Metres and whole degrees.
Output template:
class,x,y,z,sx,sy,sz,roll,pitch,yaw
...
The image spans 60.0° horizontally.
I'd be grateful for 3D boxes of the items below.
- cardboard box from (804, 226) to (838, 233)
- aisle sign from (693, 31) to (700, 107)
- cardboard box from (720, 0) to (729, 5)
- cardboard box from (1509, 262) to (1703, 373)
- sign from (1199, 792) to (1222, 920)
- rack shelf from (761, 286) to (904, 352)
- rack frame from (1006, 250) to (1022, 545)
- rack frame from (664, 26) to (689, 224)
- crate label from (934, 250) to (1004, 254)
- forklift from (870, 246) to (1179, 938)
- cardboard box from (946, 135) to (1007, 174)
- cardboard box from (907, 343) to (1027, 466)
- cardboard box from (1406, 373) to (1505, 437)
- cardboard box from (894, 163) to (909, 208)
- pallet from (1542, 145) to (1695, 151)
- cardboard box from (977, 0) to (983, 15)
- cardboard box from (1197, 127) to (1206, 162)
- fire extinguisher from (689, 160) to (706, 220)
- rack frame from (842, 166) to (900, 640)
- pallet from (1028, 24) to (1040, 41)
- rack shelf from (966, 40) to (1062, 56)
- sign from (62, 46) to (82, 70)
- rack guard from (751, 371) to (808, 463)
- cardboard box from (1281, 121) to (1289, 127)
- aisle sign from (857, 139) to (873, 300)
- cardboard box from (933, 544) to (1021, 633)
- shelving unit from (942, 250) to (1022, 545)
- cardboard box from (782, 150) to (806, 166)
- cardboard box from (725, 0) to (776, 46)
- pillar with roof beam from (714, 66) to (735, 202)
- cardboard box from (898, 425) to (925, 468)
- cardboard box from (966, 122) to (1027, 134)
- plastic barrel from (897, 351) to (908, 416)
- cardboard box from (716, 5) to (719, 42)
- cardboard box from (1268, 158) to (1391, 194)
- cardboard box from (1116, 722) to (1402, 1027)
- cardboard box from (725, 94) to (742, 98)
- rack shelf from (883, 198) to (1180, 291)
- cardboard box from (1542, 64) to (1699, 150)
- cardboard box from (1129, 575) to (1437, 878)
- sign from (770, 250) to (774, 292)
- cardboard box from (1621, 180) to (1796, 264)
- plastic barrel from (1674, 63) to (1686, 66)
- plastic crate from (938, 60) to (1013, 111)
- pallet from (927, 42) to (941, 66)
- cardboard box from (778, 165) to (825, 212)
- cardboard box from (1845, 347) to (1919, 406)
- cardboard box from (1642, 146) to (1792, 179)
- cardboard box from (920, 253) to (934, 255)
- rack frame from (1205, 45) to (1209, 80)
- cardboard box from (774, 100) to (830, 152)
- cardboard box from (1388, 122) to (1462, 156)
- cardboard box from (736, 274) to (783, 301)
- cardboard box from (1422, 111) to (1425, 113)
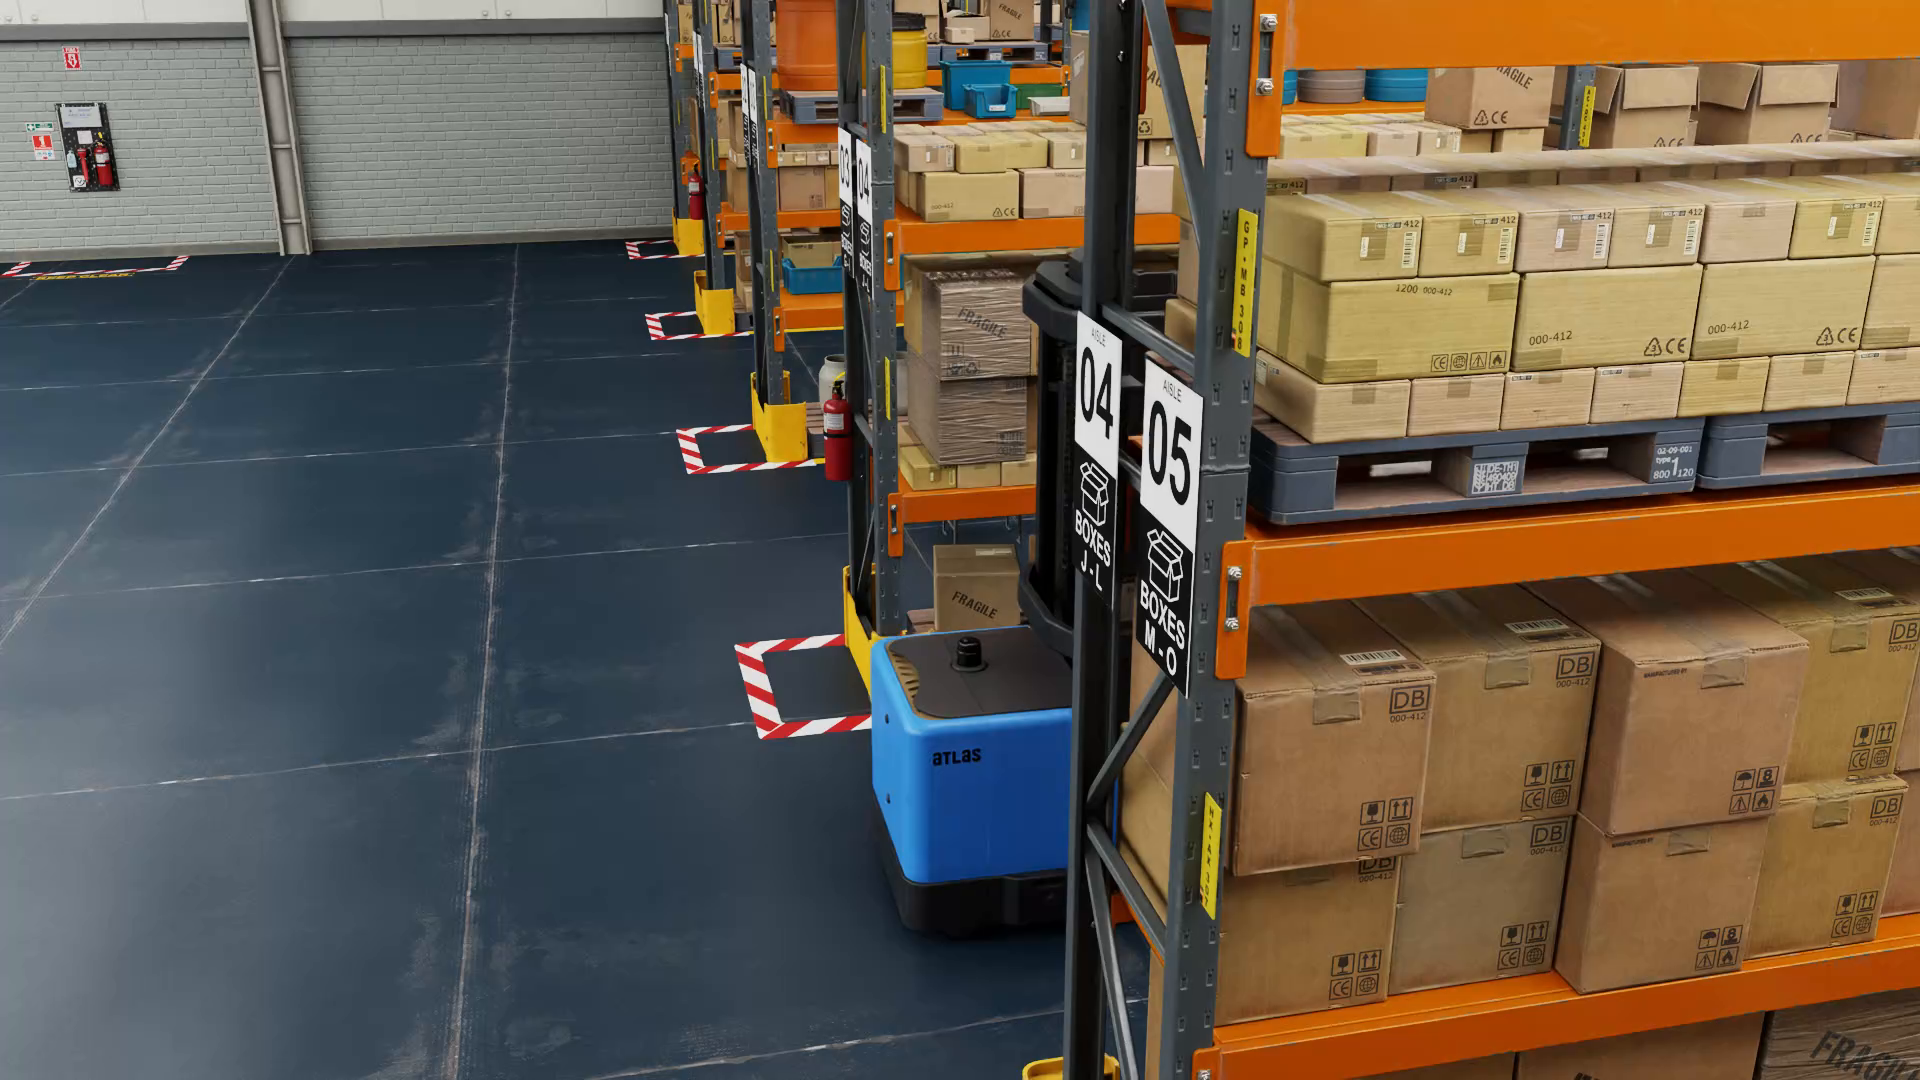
class,x,y,z,sx,sy,sz,roll,pitch,yaw
cardboard box,-1.958,-4.705,23.792,0.500,0.500,0.700,-6,21,-16
aisle sign,-2.921,-5.217,18.416,0.004,0.787,0.394,-5,21,-12
cardboard box,-3.002,-7.467,22.350,0.500,0.500,0.500,-5,21,-13
cardboard box,1.552,-0.633,4.352,0.500,0.250,0.500,-5,21,-13
sign,0.652,0.824,4.331,0.005,0.325,0.100,-5,21,-12
rack shelf,0.293,-2.065,14.638,4.000,0.370,1.077,-5,21,-12
rack frame,0.399,-1.018,12.042,0.015,2.100,0.400,-5,21,-12
rack frame,-3.933,-5.561,23.135,0.127,3.000,1.000,-5,21,-12
crate label,0.076,-2.498,14.721,0.616,0.435,0.502,-5,21,-12
forklift,1.132,0.148,7.649,3.031,2.935,1.130,-4,21,-12
cardboard box,0.082,-2.045,8.813,0.250,0.149,0.380,-4,21,-11
cardboard box,0.028,-0.808,9.581,0.500,0.500,0.875,-5,21,-12
cardboard box,1.185,-0.394,4.276,0.250,0.149,0.380,-4,21,-12
cardboard box,-0.103,-2.048,9.402,0.500,0.250,0.500,-4,21,-11
pallet,4.005,-2.237,9.973,1.003,0.211,1.213,-5,21,-12
cardboard box,0.510,-7.547,23.439,0.500,0.500,0.500,-2,20,-5
cardboard box,1.314,-2.183,9.192,0.250,0.149,0.380,-5,21,-13
fire extinguisher,-3.011,-4.013,19.021,0.183,0.674,0.296,-5,21,-12
rack frame,-0.513,-0.587,9.556,0.127,3.000,1.000,-5,21,-12
pallet,0.585,-7.211,23.552,1.003,0.211,1.213,-5,21,-12
rack shelf,1.906,-7.107,24.039,4.000,0.370,1.077,-5,21,-12
sign,-11.734,-6.369,21.972,0.199,0.298,0.001,-5,21,-12
rack guard,-1.590,-1.093,14.571,0.348,0.500,1.175,-5,21,-12
cardboard box,1.732,-2.390,9.757,0.250,0.149,0.380,-5,21,-14
aisle sign,-0.505,-1.702,8.821,0.004,0.787,0.394,-5,21,-12
cardboard box,0.098,0.346,10.033,0.500,0.500,0.500,-1,20,-2
shelving unit,0.161,-0.999,11.989,0.503,2.100,0.431,-5,21,-12
cardboard box,-1.858,-4.255,18.480,0.250,0.149,0.380,-5,21,-12
cardboard box,-2.229,-5.667,18.099,0.637,0.503,0.797,-3,20,-9
pillar with roof beam,-2.460,-7.282,19.111,0.400,9.000,9.100,-5,21,-12
cardboard box,-0.283,-0.561,9.849,0.250,0.149,0.380,-5,21,-12
cardboard box,0.206,-2.278,9.451,0.250,0.149,0.380,-6,21,-15
plastic barrel,-0.542,-1.391,14.758,0.421,0.512,0.421,0,20,0
cardboard box,-3.585,-7.144,22.920,0.500,0.500,0.500,-3,20,-9
cardboard box,1.023,-0.987,4.738,0.250,0.149,0.380,-5,21,-12
cardboard box,0.880,0.966,5.098,0.550,0.550,0.875,-5,21,-12
cardboard box,-3.031,-5.997,23.424,0.500,0.500,0.500,-4,21,-12
rack shelf,1.433,-1.816,9.596,4.000,0.370,1.077,-5,21,-12
cardboard box,3.860,-2.562,9.825,0.637,0.503,0.797,-6,21,-15
cardboard box,0.900,0.487,4.835,0.550,0.550,0.875,-5,21,-12
sign,-1.531,-2.190,13.531,0.005,0.325,0.100,-5,21,-12
cardboard box,1.917,-0.828,4.303,0.250,0.149,0.380,-5,21,-13
plastic barrel,6.685,-4.729,15.268,0.708,0.830,0.600,-5,21,-12
plastic crate,0.133,-3.898,14.256,0.575,0.384,0.392,-5,21,-12
pallet,-0.906,-5.415,18.504,1.213,0.211,1.003,-5,21,-12
cardboard box,-1.822,-4.026,18.799,0.500,0.500,0.700,-4,21,-11
cardboard box,2.413,-0.493,4.549,0.250,0.149,0.380,-4,21,-12
cardboard box,2.264,-1.089,5.015,0.250,0.149,0.380,-4,21,-12
cardboard box,-0.272,-3.292,19.236,0.500,0.500,0.500,-5,21,-12
rack frame,2.240,-5.378,13.914,0.127,3.000,1.000,-5,21,-12
cardboard box,-1.770,-4.640,18.588,0.500,0.500,0.700,-5,21,-14
cardboard box,2.624,-2.267,9.420,0.250,0.149,0.380,-6,21,-15
cardboard box,-2.335,-2.951,19.396,0.500,0.250,0.500,-5,21,-12
cardboard box,2.992,-2.506,10.073,0.250,0.149,0.380,-5,21,-14
